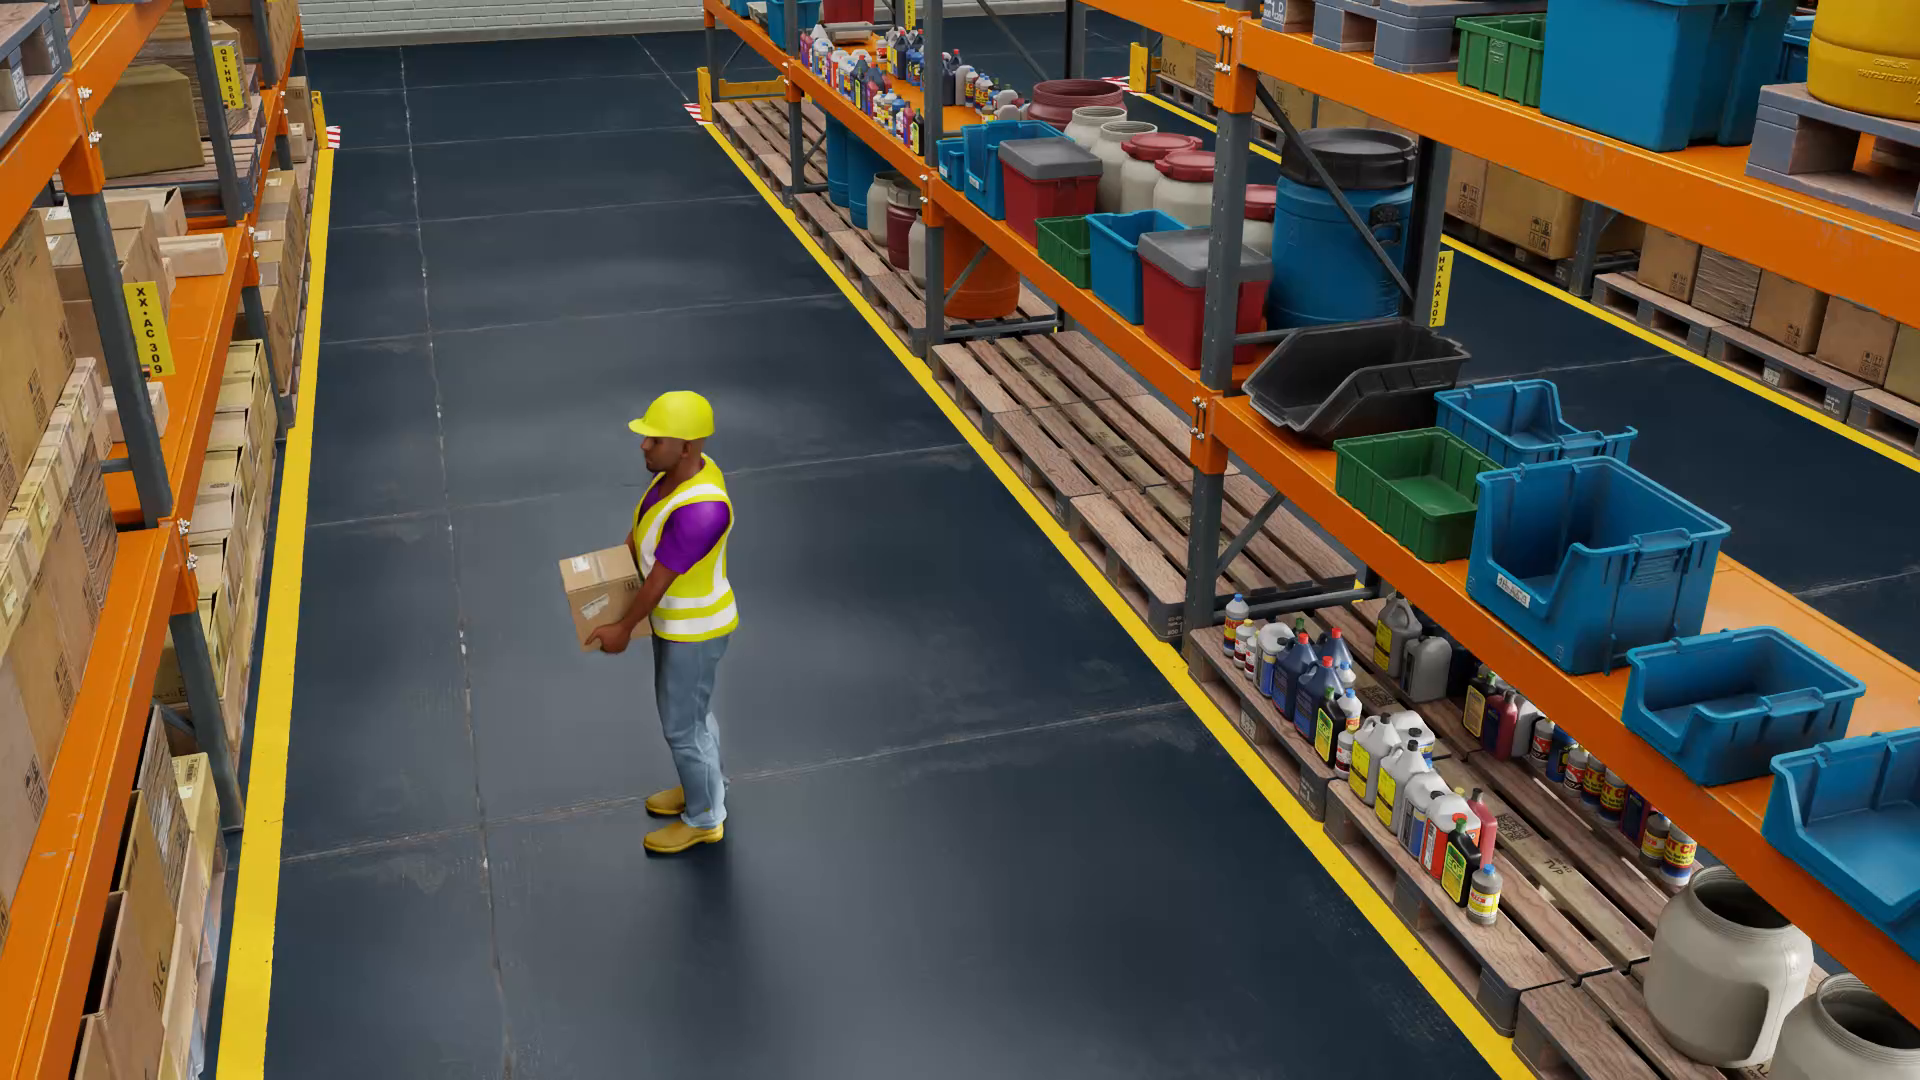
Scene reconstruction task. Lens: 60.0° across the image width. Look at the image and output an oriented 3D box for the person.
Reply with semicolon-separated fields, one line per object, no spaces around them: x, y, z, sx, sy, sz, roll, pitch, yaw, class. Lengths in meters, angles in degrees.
-1.077;0.309;5.959;0.559;1.763;0.505;-8;27;-16;person
